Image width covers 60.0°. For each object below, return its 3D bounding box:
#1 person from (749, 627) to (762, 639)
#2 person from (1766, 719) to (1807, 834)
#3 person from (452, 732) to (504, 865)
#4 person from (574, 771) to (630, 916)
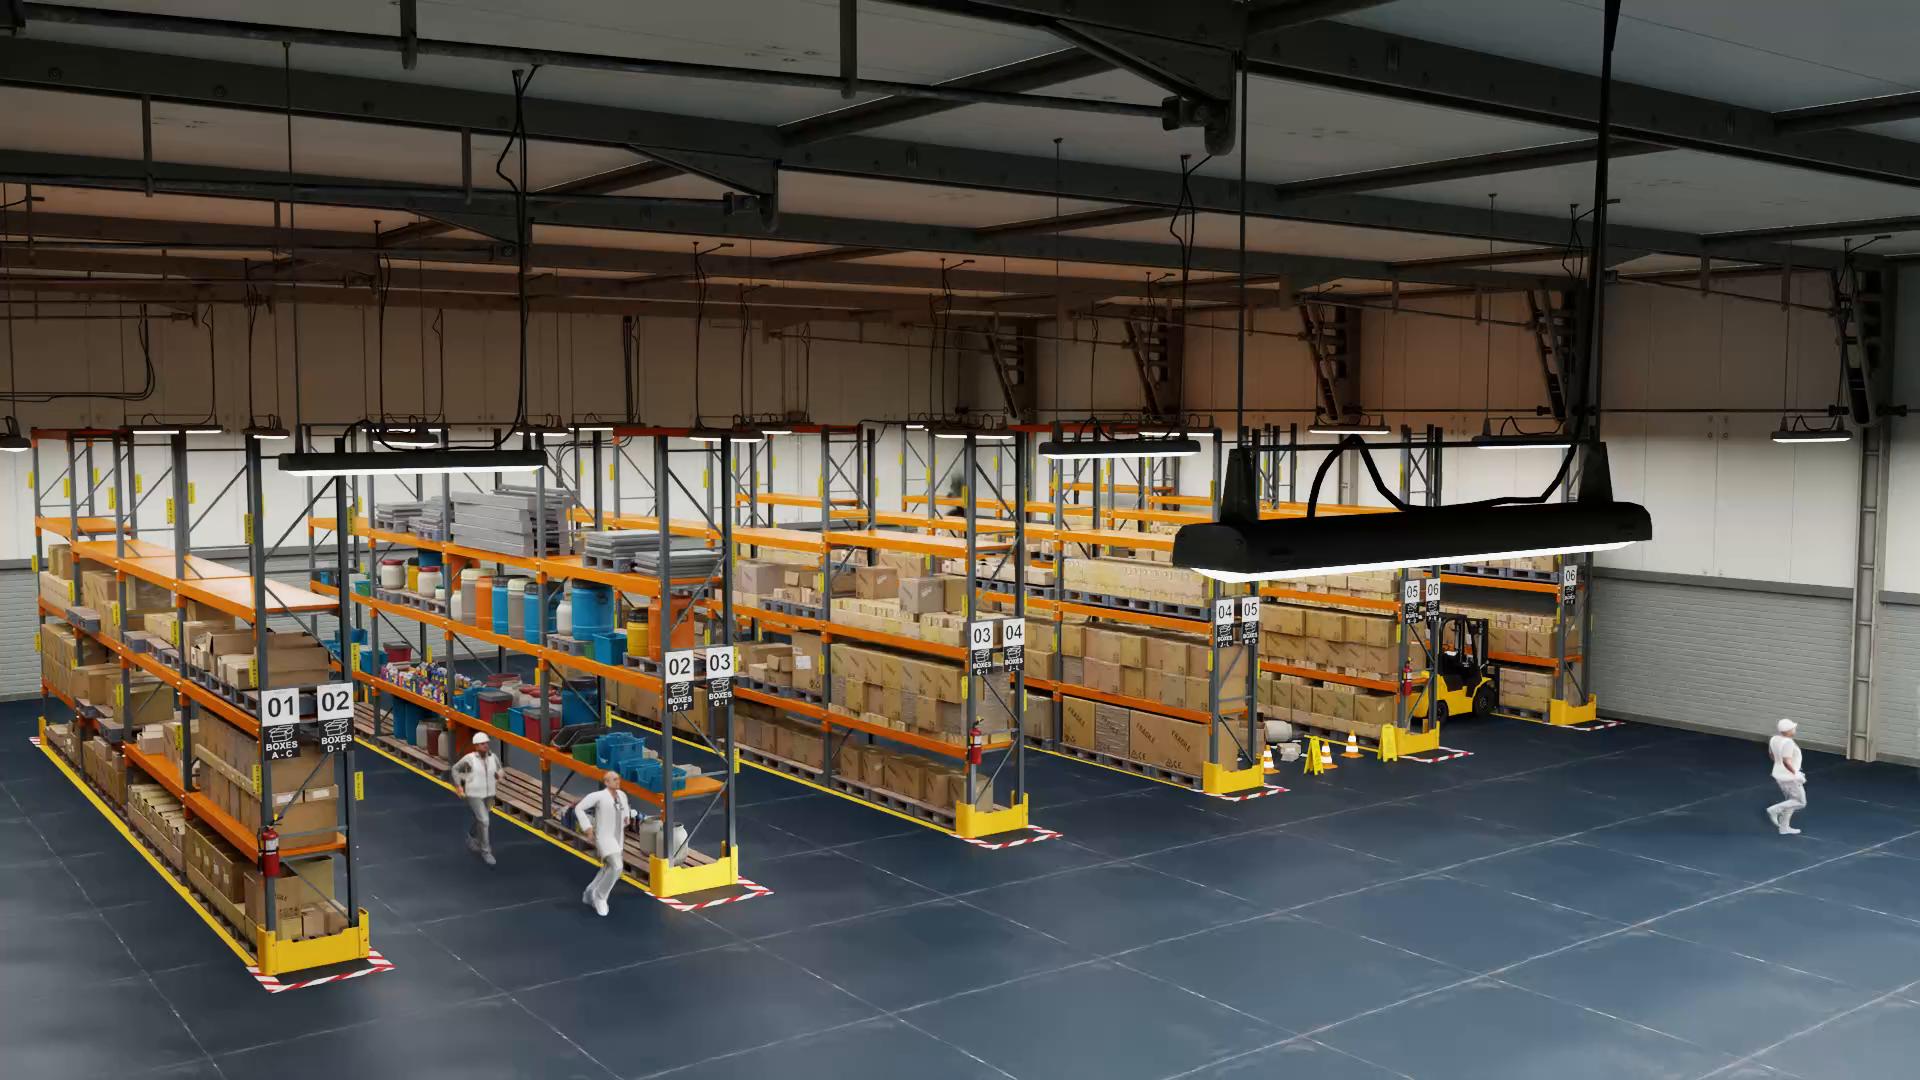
[{"bbox_3d":[-5.284,1.896,42.318,0.639,1.850,0.690,3,6,38],"label":"person"},{"bbox_3d":[12.289,3.525,24.764,0.603,1.738,0.684,0,4,2],"label":"person"},{"bbox_3d":[-6.745,3.600,23.373,0.868,1.824,0.627,4,6,39],"label":"person"},{"bbox_3d":[-4.462,3.815,21.061,0.705,1.768,0.683,2,5,28],"label":"person"}]
